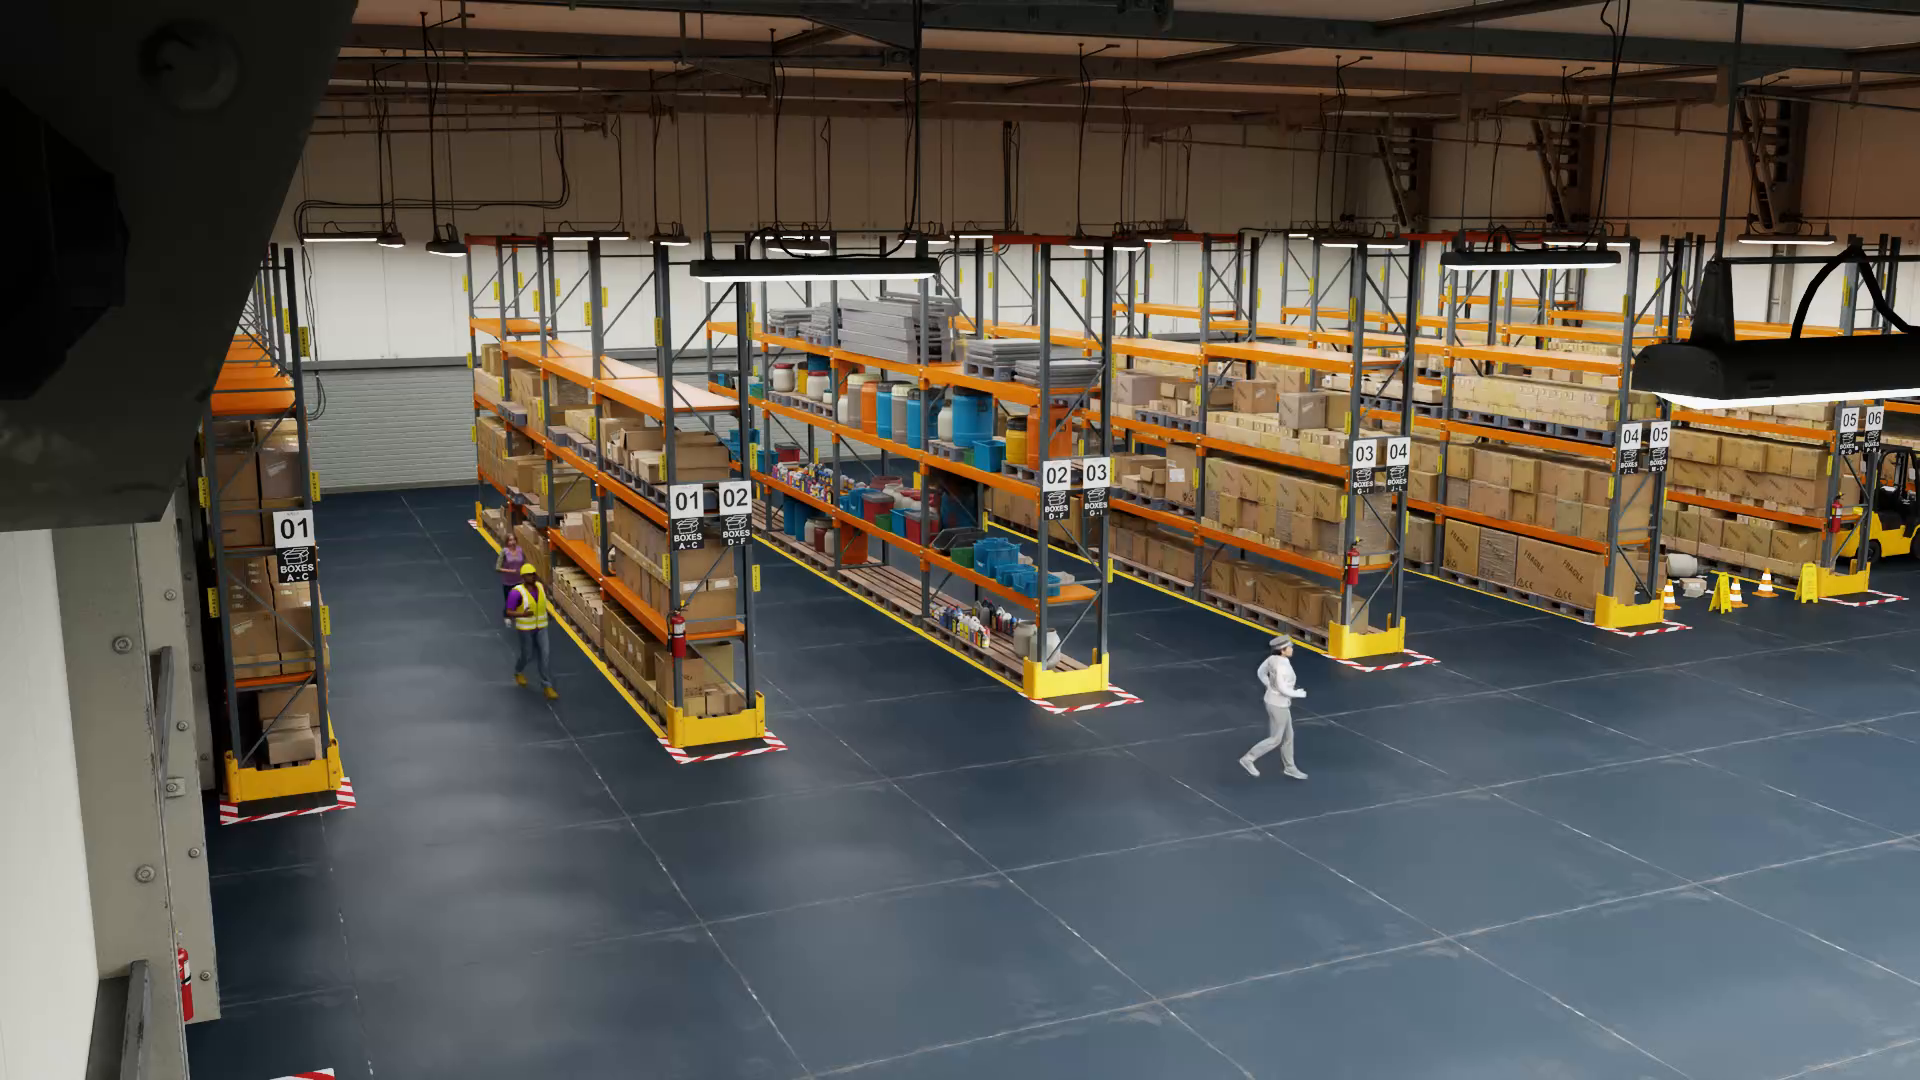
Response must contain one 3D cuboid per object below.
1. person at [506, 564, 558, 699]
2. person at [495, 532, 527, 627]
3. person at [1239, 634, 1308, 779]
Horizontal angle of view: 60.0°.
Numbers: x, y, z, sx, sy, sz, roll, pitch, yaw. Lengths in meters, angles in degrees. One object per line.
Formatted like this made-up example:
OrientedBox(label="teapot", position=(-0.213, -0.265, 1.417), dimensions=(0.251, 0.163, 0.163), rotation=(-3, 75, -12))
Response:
OrientedBox(label="person", position=(-5.723, 1.187, 22.226), dimensions=(0.695, 1.771, 0.962), rotation=(-9, 14, -39))
OrientedBox(label="person", position=(-6.815, 0.668, 25.381), dimensions=(0.537, 1.596, 0.878), rotation=(-7, 13, -31))
OrientedBox(label="person", position=(3.580, 1.902, 18.896), dimensions=(0.818, 1.715, 0.638), rotation=(0, 11, -1))
